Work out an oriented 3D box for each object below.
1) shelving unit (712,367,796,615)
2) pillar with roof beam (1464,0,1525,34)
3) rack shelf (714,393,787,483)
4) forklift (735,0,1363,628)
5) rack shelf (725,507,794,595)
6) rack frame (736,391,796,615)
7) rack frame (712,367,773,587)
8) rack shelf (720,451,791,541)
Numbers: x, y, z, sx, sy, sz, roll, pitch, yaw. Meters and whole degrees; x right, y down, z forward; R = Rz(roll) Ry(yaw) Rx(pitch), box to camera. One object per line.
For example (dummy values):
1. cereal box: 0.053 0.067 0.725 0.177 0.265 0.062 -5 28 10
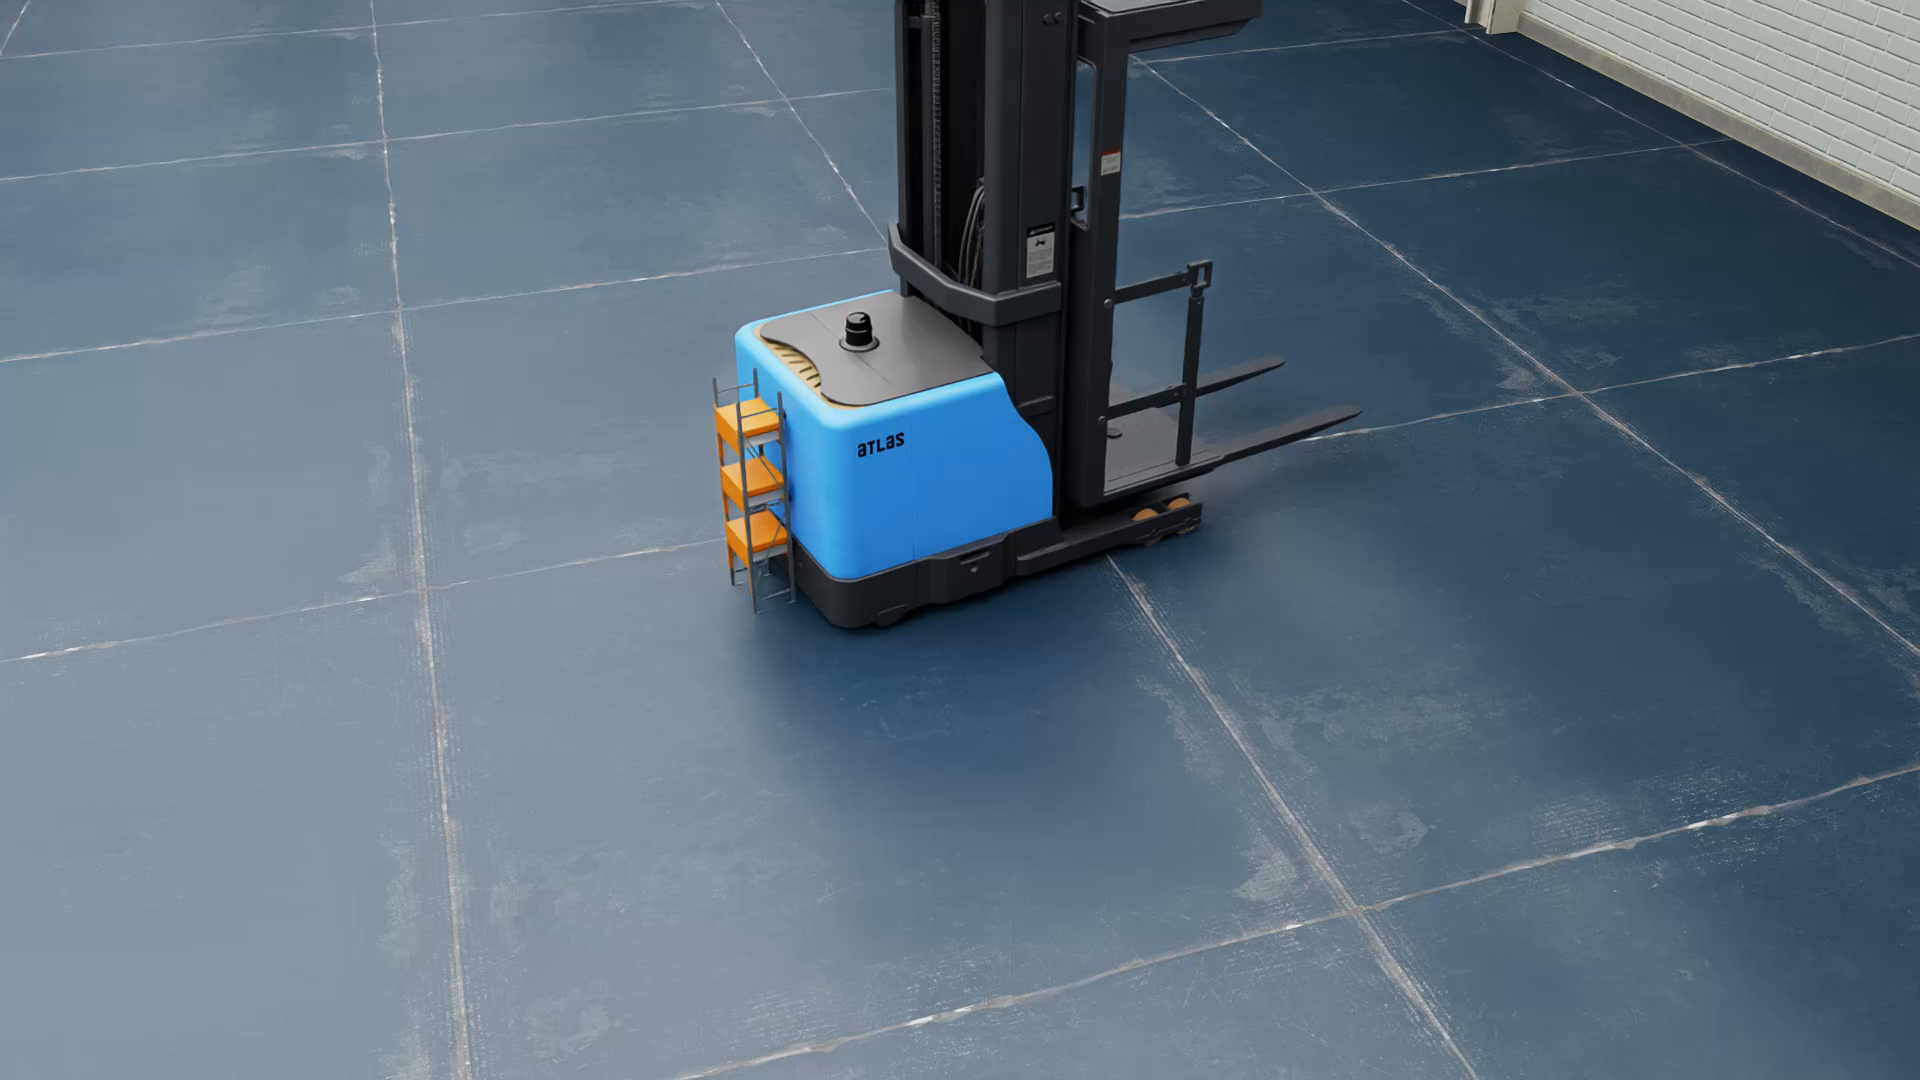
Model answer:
1. shelving unit: -0.874 -0.197 7.096 0.215 1.050 0.252 -18 37 -24
2. pillar with roof beam: 0.555 -7.527 10.979 9.100 9.000 0.400 -10 35 -15
3. rack shelf: -0.874 -0.425 6.945 0.215 0.259 0.240 -18 37 -24
4. forklift: 0.545 -1.434 7.261 3.031 2.935 1.130 -18 37 -25
5. rack shelf: -0.873 0.043 7.255 0.215 0.259 0.240 -18 37 -24
6. rack frame: -0.813 -0.139 7.008 0.200 1.050 0.008 -18 37 -24
7. rack frame: -0.934 -0.256 7.184 0.200 1.050 0.008 -18 37 -24
8. rack shelf: -0.874 -0.188 7.102 0.215 0.259 0.240 -18 37 -24
